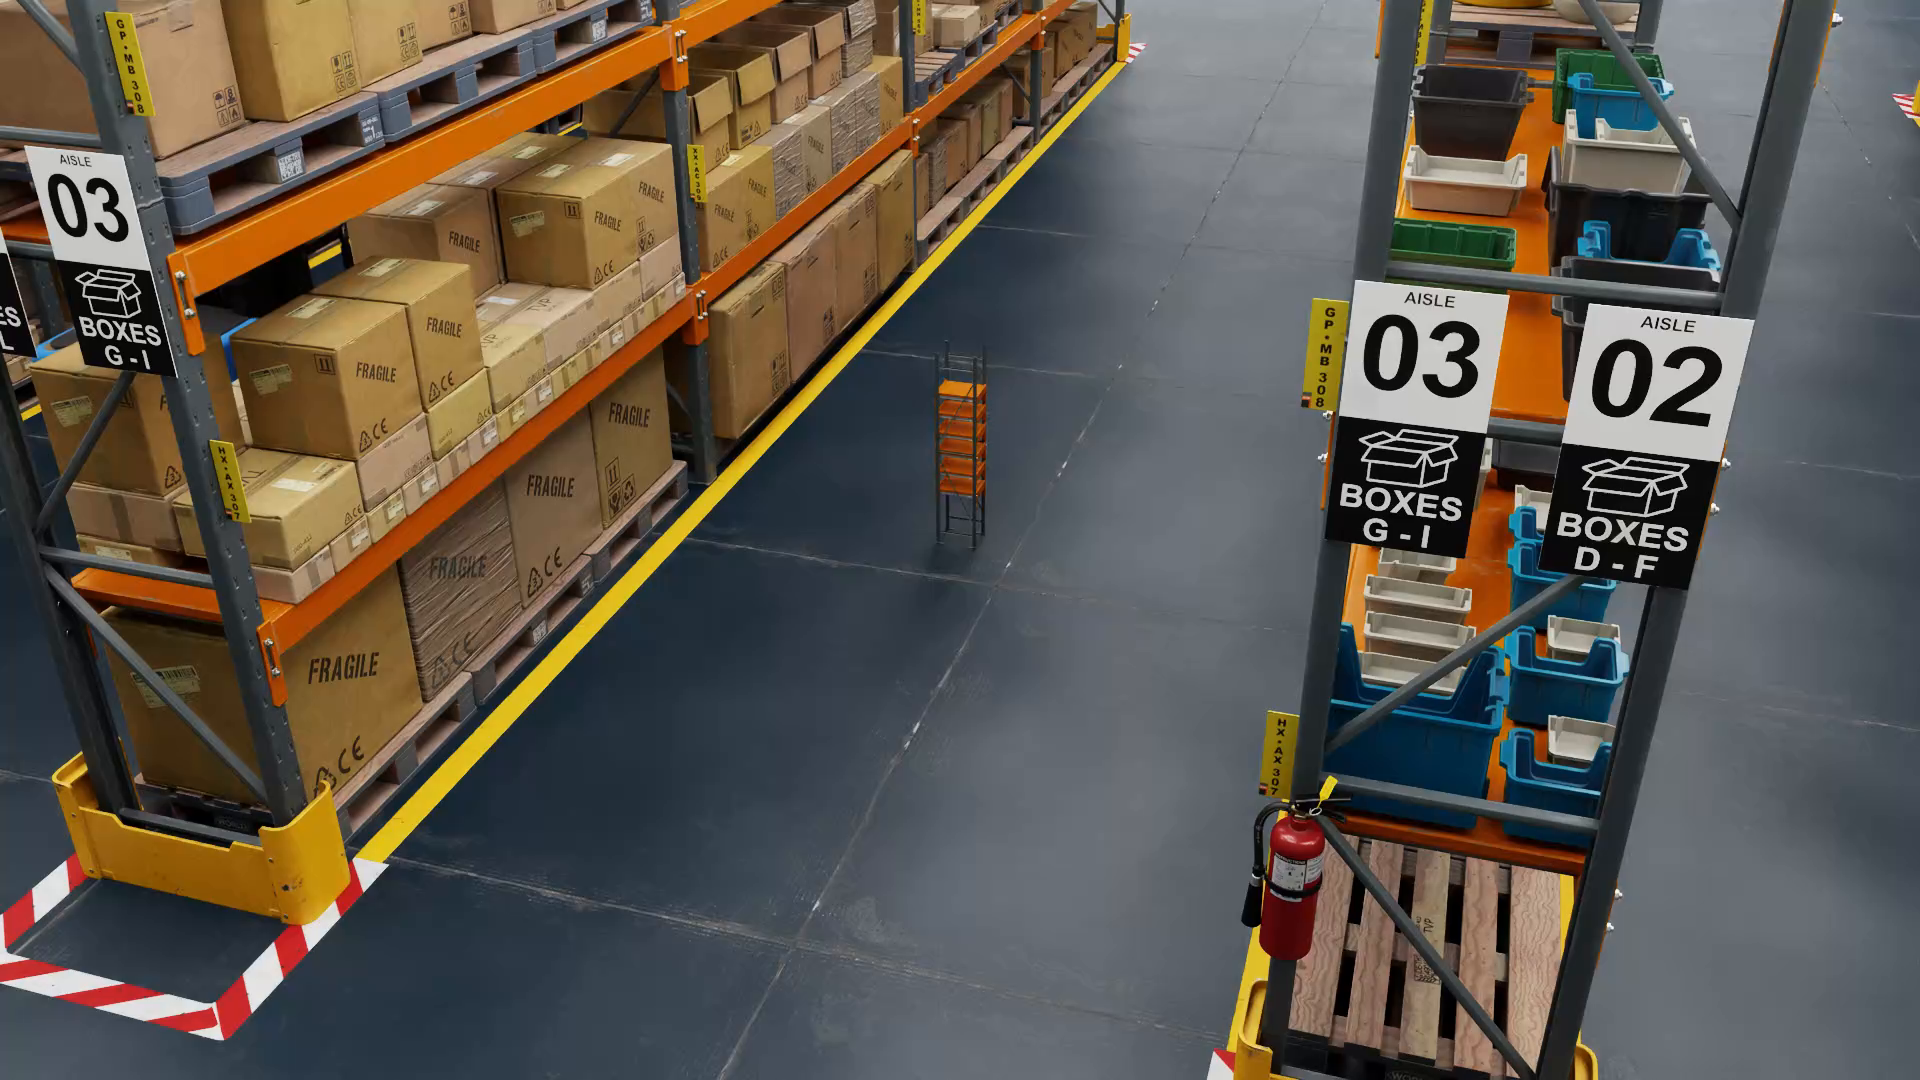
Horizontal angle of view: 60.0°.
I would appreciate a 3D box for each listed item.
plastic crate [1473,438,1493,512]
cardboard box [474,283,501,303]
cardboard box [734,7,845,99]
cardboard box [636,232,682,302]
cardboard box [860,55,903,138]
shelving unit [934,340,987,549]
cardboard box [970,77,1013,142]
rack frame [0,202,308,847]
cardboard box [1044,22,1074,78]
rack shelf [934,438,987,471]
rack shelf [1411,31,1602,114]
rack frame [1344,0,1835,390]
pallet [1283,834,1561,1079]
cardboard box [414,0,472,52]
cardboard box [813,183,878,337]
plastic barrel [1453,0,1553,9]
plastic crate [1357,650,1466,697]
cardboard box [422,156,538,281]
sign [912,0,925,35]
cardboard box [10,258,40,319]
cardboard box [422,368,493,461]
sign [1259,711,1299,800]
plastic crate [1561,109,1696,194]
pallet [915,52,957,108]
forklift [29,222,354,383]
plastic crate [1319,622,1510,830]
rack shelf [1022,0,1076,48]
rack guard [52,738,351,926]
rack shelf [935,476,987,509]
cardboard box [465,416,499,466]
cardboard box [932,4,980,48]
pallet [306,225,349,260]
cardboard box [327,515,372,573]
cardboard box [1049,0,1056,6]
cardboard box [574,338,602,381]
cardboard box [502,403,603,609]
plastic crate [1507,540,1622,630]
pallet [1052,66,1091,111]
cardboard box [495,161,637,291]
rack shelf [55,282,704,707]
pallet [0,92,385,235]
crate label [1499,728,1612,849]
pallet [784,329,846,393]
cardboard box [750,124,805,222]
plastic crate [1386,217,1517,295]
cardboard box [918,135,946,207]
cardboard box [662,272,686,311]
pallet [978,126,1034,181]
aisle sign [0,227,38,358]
[{"bbox_3d":[2.091,-0.324,7.307,0.437,0.282,0.530,8,30,15],"label":"plastic crate"},{"bbox_3d":[-2.705,-1.151,8.582,0.500,0.250,0.500,9,30,16],"label":"cardboard box"},{"bbox_3d":[-1.270,-3.441,11.715,0.797,0.503,0.637,9,30,16],"label":"cardboard box"},{"bbox_3d":[-1.898,-1.561,9.320,0.500,0.250,0.500,8,30,14],"label":"cardboard box"},{"bbox_3d":[-0.754,-3.377,12.633,0.500,0.500,0.500,9,30,16],"label":"cardboard box"},{"bbox_3d":[0.004,-0.531,9.470,0.258,1.200,0.189,8,30,15],"label":"shelving unit"},{"bbox_3d":[0.128,-4.275,16.468,0.700,0.500,0.500,6,30,11],"label":"cardboard box"},{"bbox_3d":[-3.194,0.119,6.450,1.000,3.000,0.127,8,30,15],"label":"rack frame"},{"bbox_3d":[0.959,-5.549,18.778,0.500,0.500,0.500,11,31,20],"label":"cardboard box"},{"bbox_3d":[0.004,-0.492,9.492,0.258,0.103,0.180,8,30,15],"label":"rack shelf"},{"bbox_3d":[3.302,-2.959,9.638,1.077,0.370,4.000,8,30,15],"label":"rack shelf"},{"bbox_3d":[1.541,-1.796,3.721,1.000,3.000,0.127,8,30,15],"label":"rack frame"},{"bbox_3d":[1.820,1.667,6.536,1.003,0.211,1.213,8,30,15],"label":"pallet"},{"bbox_3d":[-2.643,-2.477,7.394,0.700,0.500,0.500,10,31,17],"label":"cardboard box"},{"bbox_3d":[-1.337,-2.123,12.234,1.225,0.875,0.875,9,30,15],"label":"cardboard box"},{"bbox_3d":[2.789,-3.063,8.459,0.600,0.588,0.600,0,29,0],"label":"plastic barrel"},{"bbox_3d":[1.607,0.510,5.957,0.396,0.136,0.243,8,30,15],"label":"plastic crate"},{"bbox_3d":[-2.557,-1.718,8.829,0.500,0.500,0.500,8,30,15],"label":"cardboard box"},{"bbox_3d":[-0.314,-4.027,12.712,0.100,0.325,0.005,8,30,15],"label":"sign"},{"bbox_3d":[-6.755,-1.965,12.337,0.500,0.500,0.500,8,30,14],"label":"cardboard box"},{"bbox_3d":[-2.498,-0.605,7.601,0.500,0.250,0.500,7,30,13],"label":"cardboard box"},{"bbox_3d":[1.010,0.684,5.267,0.100,0.325,0.005,8,30,15],"label":"sign"},{"bbox_3d":[2.487,-1.419,6.251,0.437,0.282,0.530,8,30,15],"label":"plastic crate"},{"bbox_3d":[-0.738,-3.861,13.802,1.213,0.211,1.003,8,30,15],"label":"pallet"},{"bbox_3d":[-4.496,-2.063,10.443,1.130,2.935,3.031,7,30,12],"label":"forklift"},{"bbox_3d":[1.461,0.602,5.484,0.616,0.435,0.499,8,30,15],"label":"plastic crate"},{"bbox_3d":[0.916,-6.072,18.320,1.077,0.370,4.000,8,30,15],"label":"rack shelf"},{"bbox_3d":[-3.201,1.223,7.038,1.175,0.500,0.348,8,30,15],"label":"rack guard"},{"bbox_3d":[0.004,-0.282,9.609,0.258,0.103,0.180,8,30,15],"label":"rack shelf"},{"bbox_3d":[-2.399,-0.487,7.798,0.380,0.149,0.250,8,30,14],"label":"cardboard box"},{"bbox_3d":[-0.134,-4.463,14.409,0.500,0.250,0.500,8,30,13],"label":"cardboard box"},{"bbox_3d":[-5.788,-2.772,14.515,1.003,0.211,1.213,8,30,15],"label":"pallet"},{"bbox_3d":[-2.700,-0.008,6.938,0.380,0.149,0.250,8,30,14],"label":"cardboard box"},{"bbox_3d":[0.765,-5.519,16.844,0.380,0.149,0.250,8,30,15],"label":"cardboard box"},{"bbox_3d":[-2.098,-0.963,8.654,0.380,0.149,0.250,9,30,16],"label":"cardboard box"},{"bbox_3d":[-2.554,-0.281,8.923,0.875,0.875,0.875,8,30,15],"label":"cardboard box"},{"bbox_3d":[2.315,0.193,6.427,0.416,0.233,0.300,8,30,15],"label":"plastic crate"},{"bbox_3d":[0.848,-5.125,18.745,1.003,0.211,1.213,8,30,15],"label":"pallet"},{"bbox_3d":[-2.050,-1.648,8.703,0.500,0.500,0.500,9,30,15],"label":"cardboard box"},{"bbox_3d":[-2.607,-0.496,8.296,1.077,0.370,4.000,8,30,15],"label":"rack shelf"},{"bbox_3d":[-2.986,-1.499,6.365,1.003,0.211,1.213,8,30,15],"label":"pallet"},{"bbox_3d":[1.928,0.805,5.327,0.416,0.233,0.303,8,30,15],"label":"crate label"},{"bbox_3d":[-1.509,-1.459,12.156,1.003,0.211,1.213,8,30,15],"label":"pallet"},{"bbox_3d":[-1.352,-2.428,10.926,0.500,0.500,0.500,8,30,14],"label":"cardboard box"},{"bbox_3d":[1.558,-0.891,5.399,0.450,0.188,0.336,8,30,15],"label":"plastic crate"},{"bbox_3d":[-0.517,-3.272,14.665,0.700,0.500,0.500,6,30,11],"label":"cardboard box"},{"bbox_3d":[-1.796,-1.441,9.514,0.380,0.149,0.250,9,30,15],"label":"cardboard box"},{"bbox_3d":[0.101,-3.877,16.502,1.003,0.211,1.213,8,30,15],"label":"pallet"},{"bbox_3d":[-3.502,-1.026,5.835,0.394,0.787,0.004,8,30,15],"label":"aisle sign"}]
